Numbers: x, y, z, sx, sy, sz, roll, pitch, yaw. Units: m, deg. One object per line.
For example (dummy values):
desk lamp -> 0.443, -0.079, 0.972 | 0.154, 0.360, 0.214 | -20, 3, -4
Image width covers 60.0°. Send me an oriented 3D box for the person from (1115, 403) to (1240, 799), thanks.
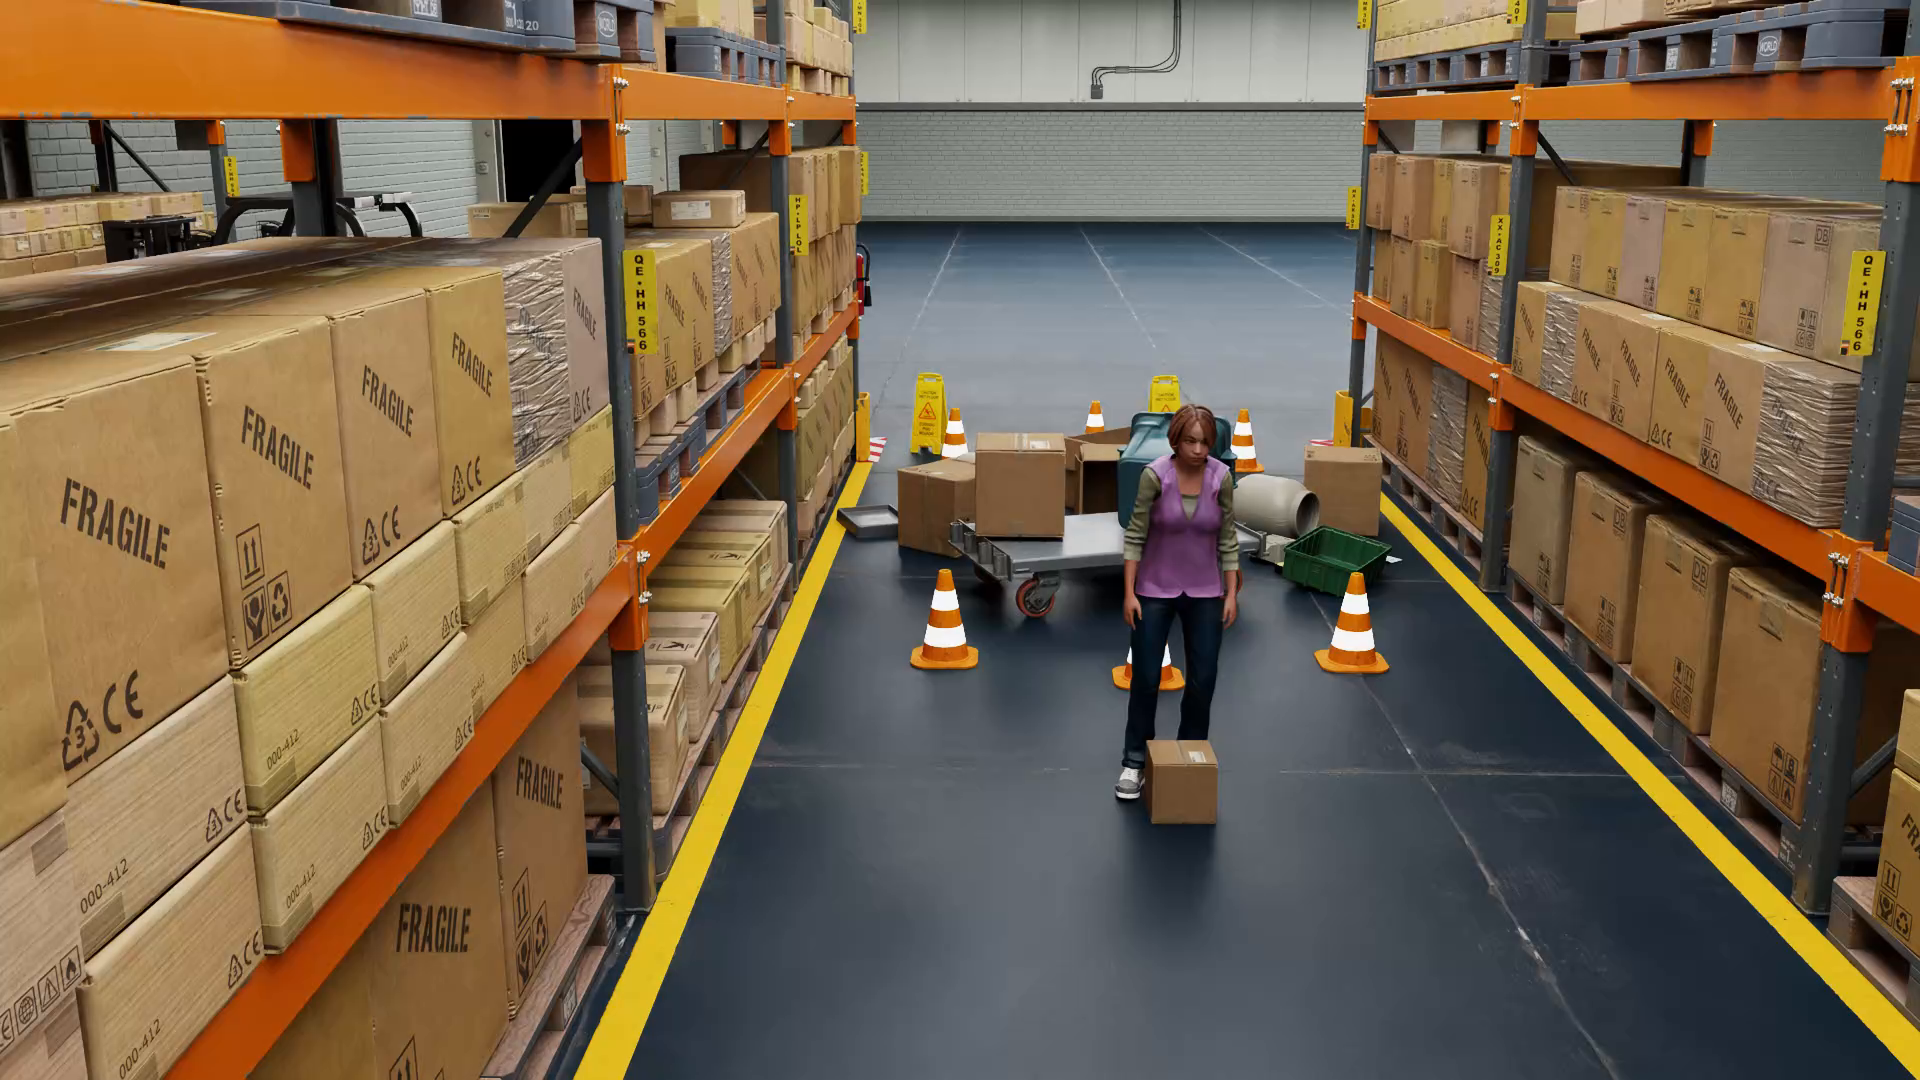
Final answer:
person -> 0.864, 0.239, 6.582 | 0.482, 1.591, 0.347 | -1, 14, -2
